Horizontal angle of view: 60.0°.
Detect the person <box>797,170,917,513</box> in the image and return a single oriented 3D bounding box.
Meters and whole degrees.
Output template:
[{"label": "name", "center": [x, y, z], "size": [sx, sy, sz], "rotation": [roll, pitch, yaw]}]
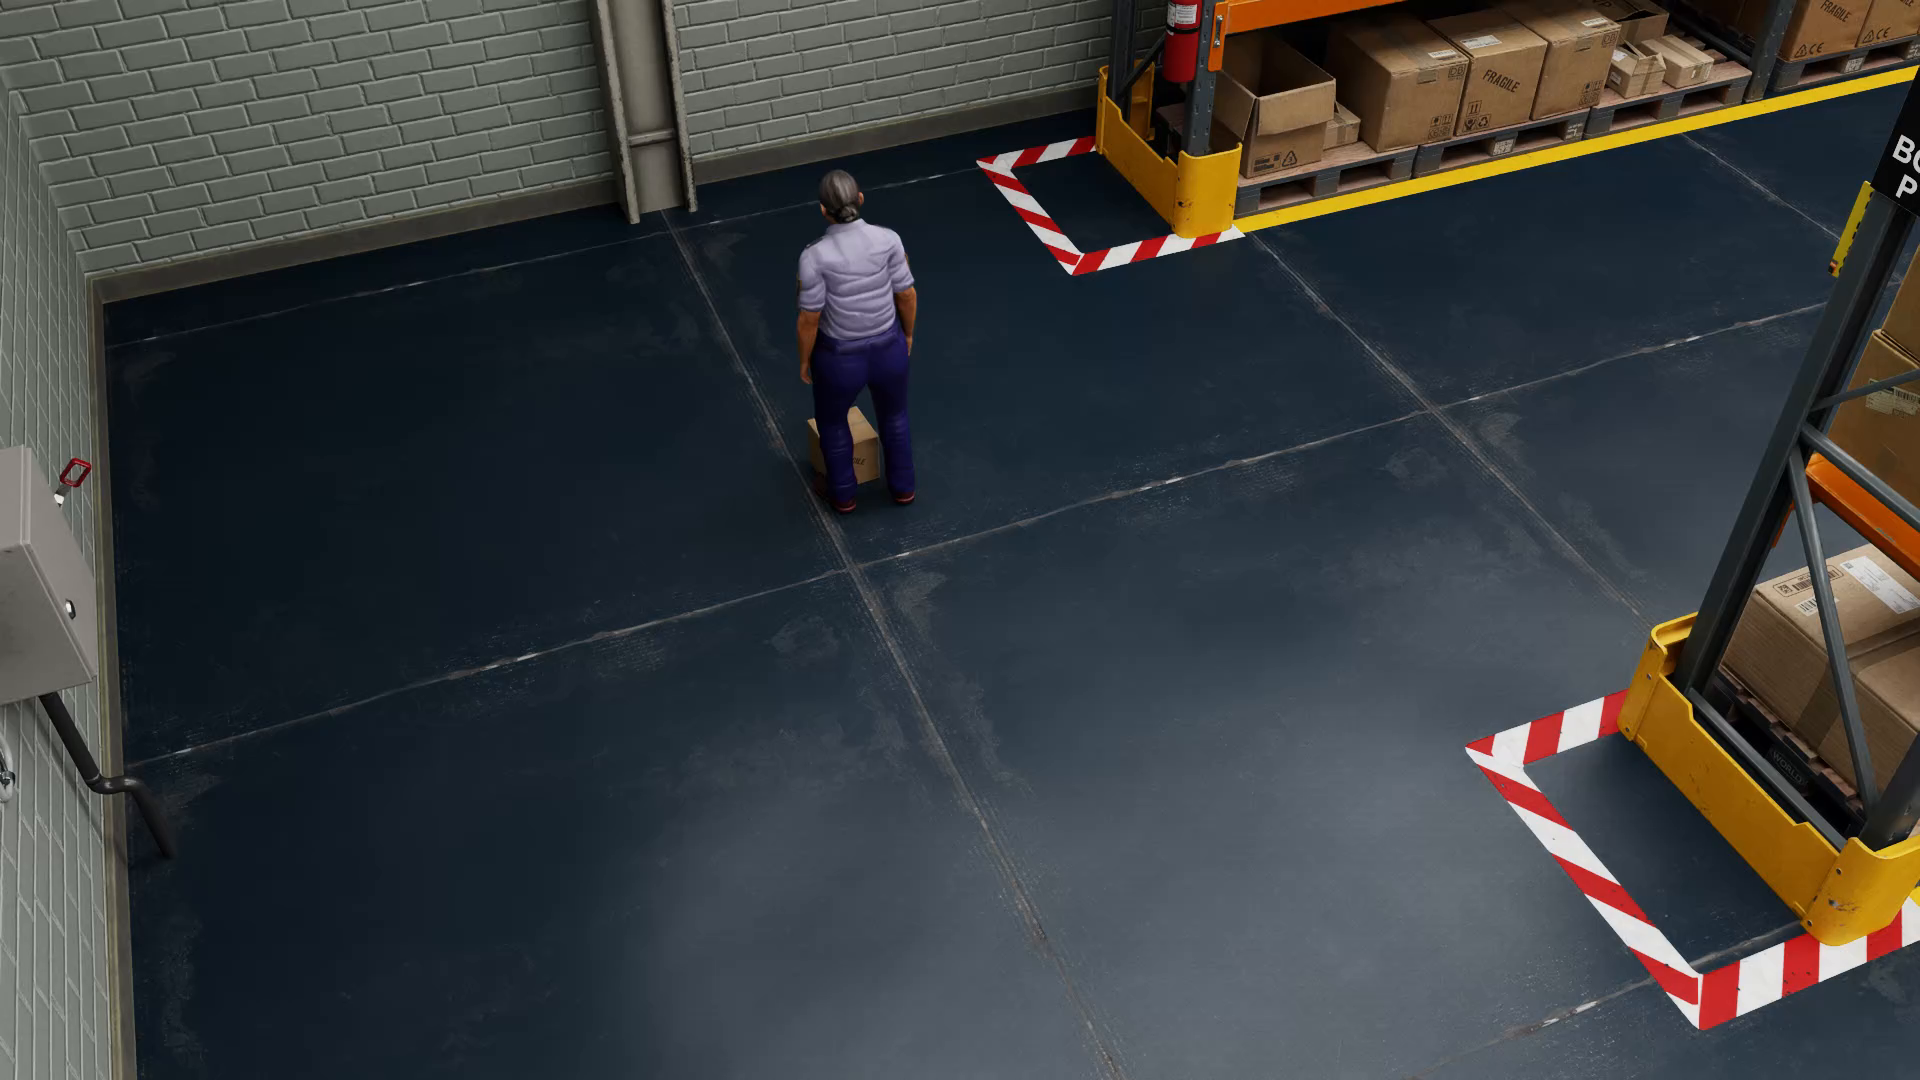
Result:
[{"label": "person", "center": [-0.439, -0.810, 7.065], "size": [0.537, 1.651, 0.418], "rotation": [-15, 44, -16]}]
